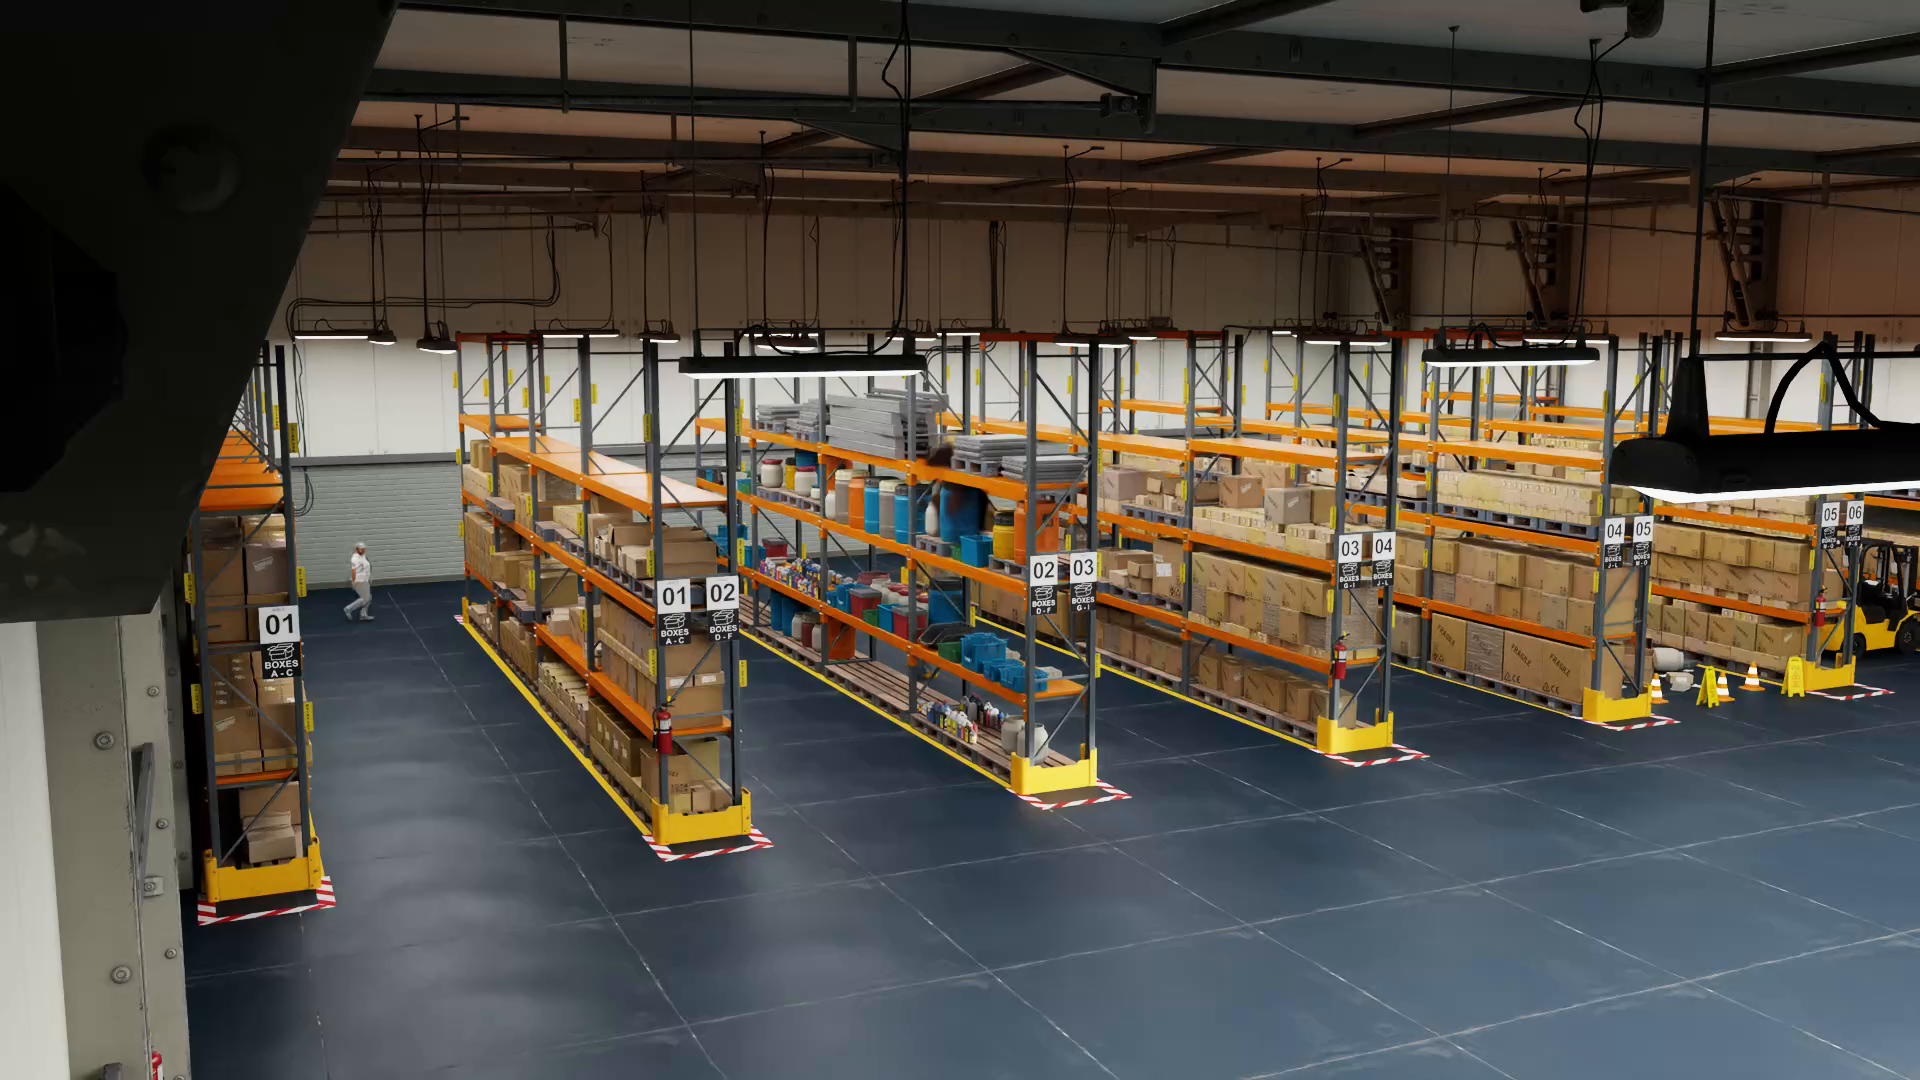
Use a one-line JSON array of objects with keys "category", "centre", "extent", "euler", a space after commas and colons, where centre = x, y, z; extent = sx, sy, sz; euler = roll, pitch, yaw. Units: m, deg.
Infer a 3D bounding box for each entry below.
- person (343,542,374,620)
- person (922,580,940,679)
[{"category": "person", "centre": [-12.515, 0.864, 34.537], "extent": [0.595, 1.634, 0.503], "euler": [-3, 8, -19]}, {"category": "person", "centre": [-0.505, 1.539, 29.126], "extent": [0.405, 1.771, 0.617], "euler": [4, 9, 28]}]
